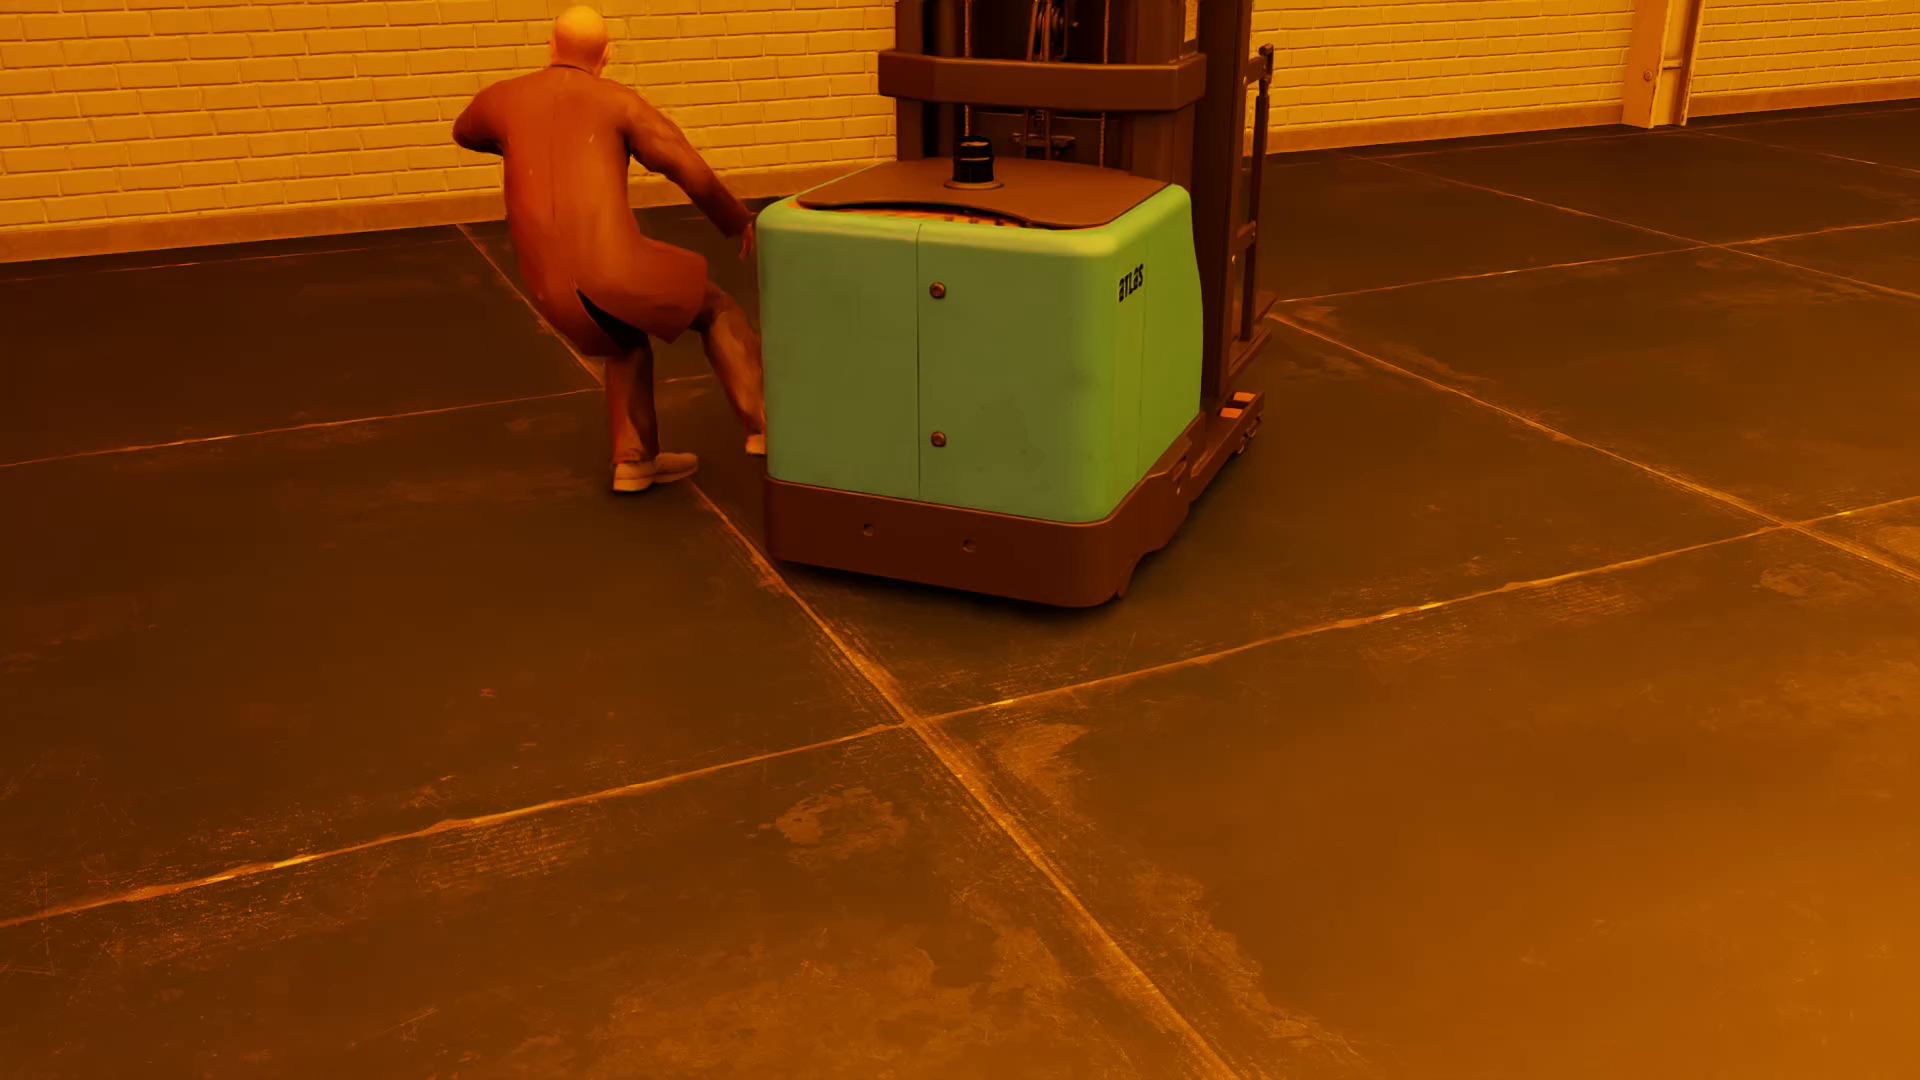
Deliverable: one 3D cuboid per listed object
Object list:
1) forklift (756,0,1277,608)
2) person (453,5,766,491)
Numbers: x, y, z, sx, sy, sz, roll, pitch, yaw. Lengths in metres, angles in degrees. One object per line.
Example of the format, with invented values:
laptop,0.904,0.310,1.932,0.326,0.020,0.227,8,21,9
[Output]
forklift,0.455,-1.705,5.390,1.130,2.935,3.031,9,24,20
person,-0.995,-0.968,5.486,1.348,1.521,0.927,3,23,7
